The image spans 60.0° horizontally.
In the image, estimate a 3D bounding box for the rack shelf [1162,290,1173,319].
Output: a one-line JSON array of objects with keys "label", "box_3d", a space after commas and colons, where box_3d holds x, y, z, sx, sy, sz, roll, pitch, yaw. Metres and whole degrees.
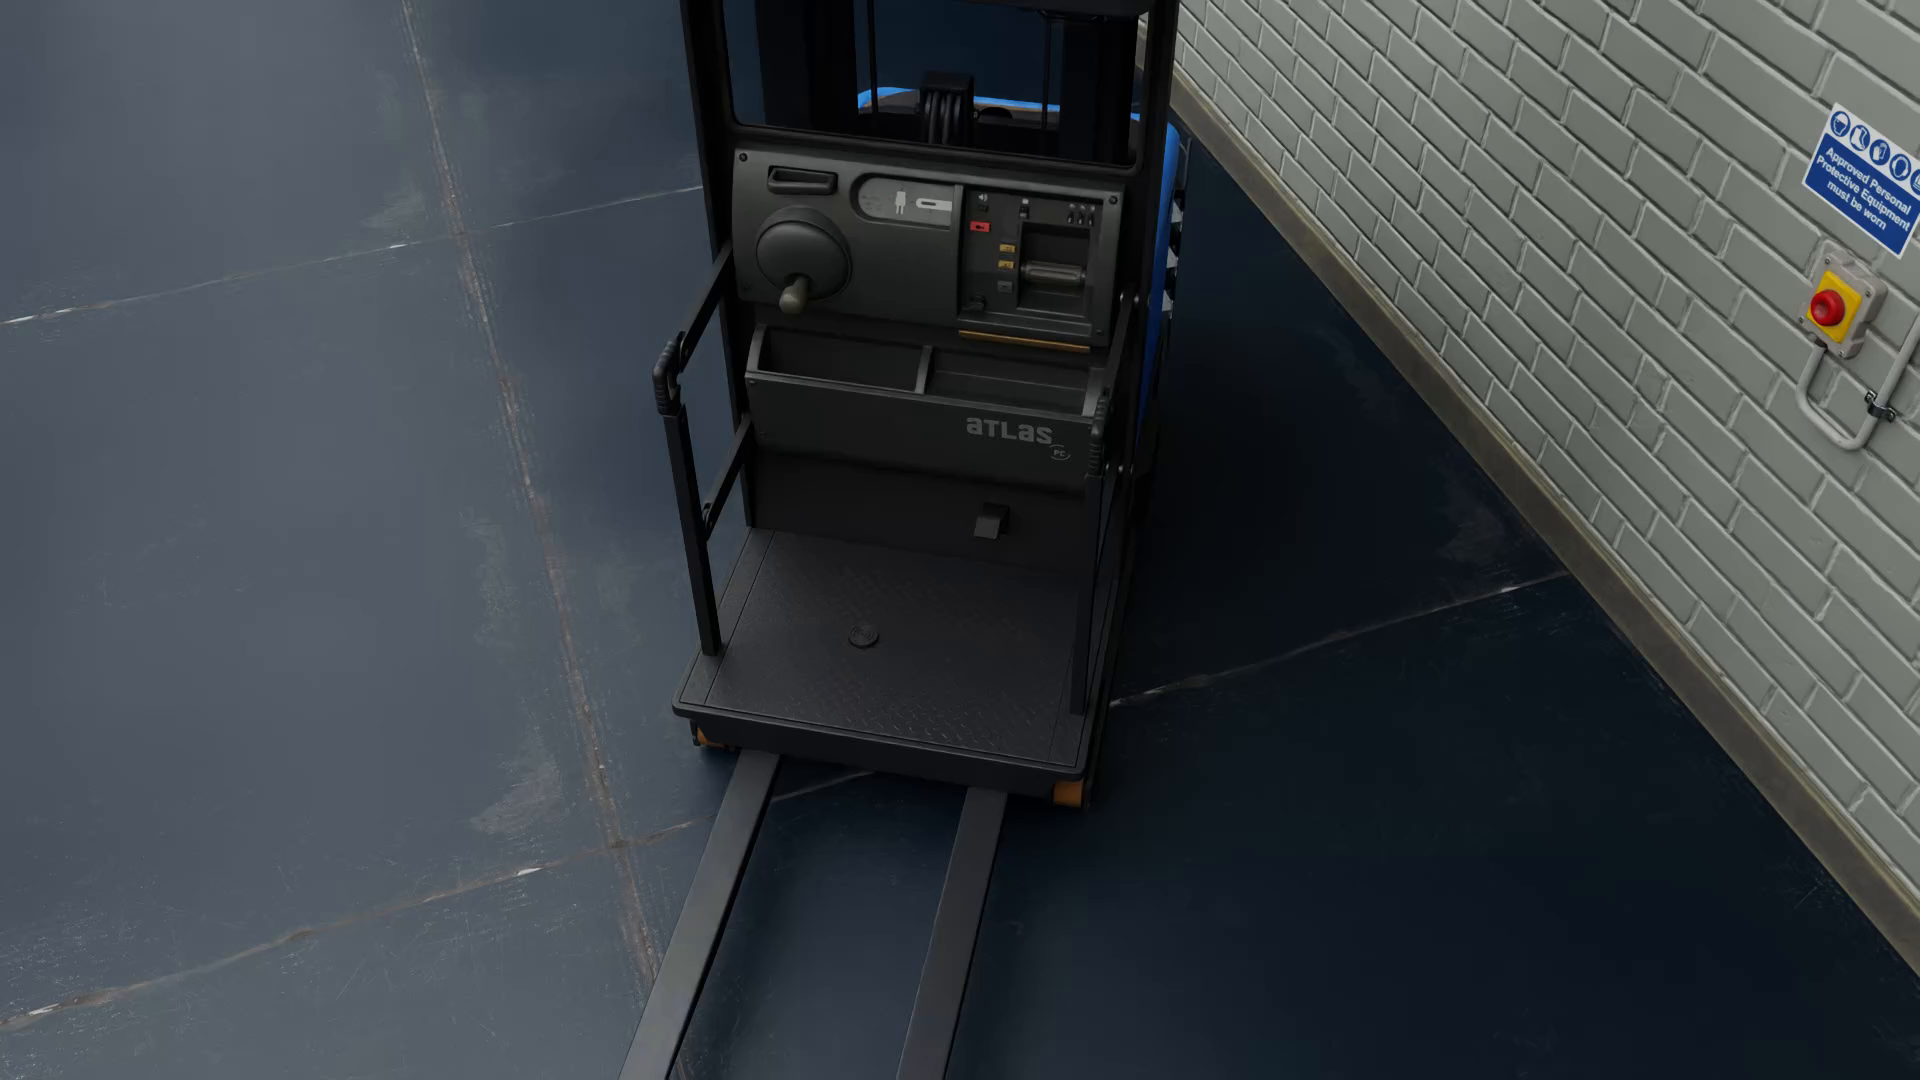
[{"label": "rack shelf", "box_3d": [0.599, -0.854, 5.767, 0.200, 0.077, 0.258, -11, 46, -11]}]

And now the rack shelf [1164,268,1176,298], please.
[{"label": "rack shelf", "box_3d": [0.599, -0.918, 5.704, 0.200, 0.077, 0.258, -11, 46, -11]}]

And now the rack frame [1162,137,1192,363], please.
[{"label": "rack frame", "box_3d": [0.698, -1.024, 5.635, 0.006, 0.900, 0.240, -11, 46, -11]}]

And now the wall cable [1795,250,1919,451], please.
[{"label": "wall cable", "box_3d": [2.006, -1.039, 3.429, 0.123, 1.953, 0.585, -14, 47, -14]}]

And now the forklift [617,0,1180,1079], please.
[{"label": "forklift", "box_3d": [-0.127, -0.603, 3.781, 1.130, 2.935, 3.031, 8, 46, 8]}]

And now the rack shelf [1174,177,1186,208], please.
[{"label": "rack shelf", "box_3d": [0.599, -1.172, 5.449, 0.200, 0.077, 0.258, -11, 46, -11]}]

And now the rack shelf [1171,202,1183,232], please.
[{"label": "rack shelf", "box_3d": [0.599, -1.108, 5.512, 0.200, 0.077, 0.258, -11, 46, -11]}]

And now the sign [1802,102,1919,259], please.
[{"label": "sign", "box_3d": [2.047, -0.812, 3.751, 0.001, 0.218, 0.327, -14, 47, -14]}]

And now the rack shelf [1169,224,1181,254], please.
[{"label": "rack shelf", "box_3d": [0.599, -1.045, 5.576, 0.200, 0.077, 0.258, -11, 46, -11]}]

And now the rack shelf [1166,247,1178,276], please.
[{"label": "rack shelf", "box_3d": [0.599, -0.981, 5.640, 0.200, 0.077, 0.258, -11, 46, -11]}]

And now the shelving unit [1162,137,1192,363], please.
[{"label": "shelving unit", "box_3d": [0.599, -1.005, 5.616, 0.210, 0.900, 0.258, -11, 46, -11]}]
